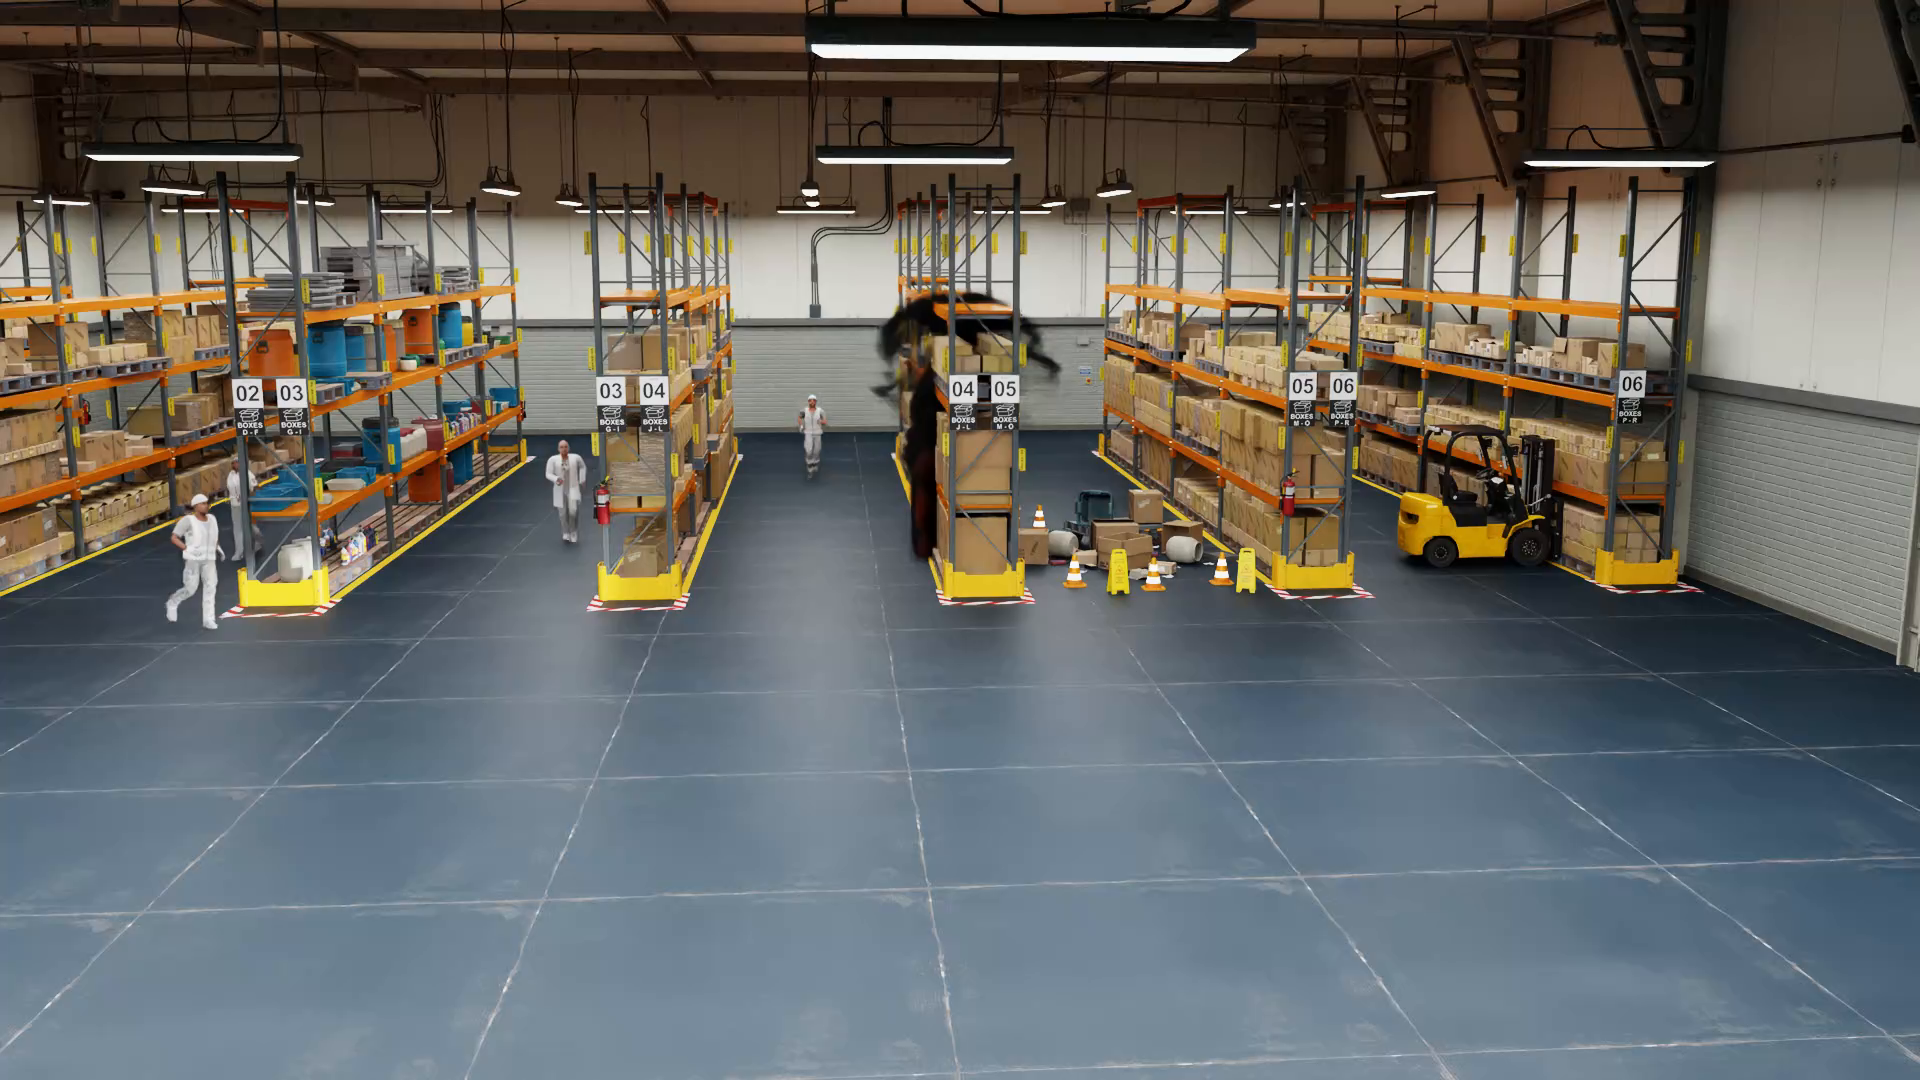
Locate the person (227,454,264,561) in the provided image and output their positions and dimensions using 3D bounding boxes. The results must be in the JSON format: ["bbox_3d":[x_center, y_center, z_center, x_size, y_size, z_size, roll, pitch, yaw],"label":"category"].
[{"bbox_3d":[-11.556,-0.552,26.845,0.573,1.691,0.821,1,10,4],"label":"person"}]

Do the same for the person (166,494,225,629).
[{"bbox_3d":[-10.088,0.266,22.118,0.953,1.742,0.730,6,12,32],"label":"person"}]

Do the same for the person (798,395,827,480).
[{"bbox_3d":[-3.210,-2.249,36.293,0.631,1.843,0.735,-1,10,-8],"label":"person"}]

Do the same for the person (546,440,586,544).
[{"bbox_3d":[-6.675,-0.810,28.225,0.672,1.771,0.838,-2,10,-13],"label":"person"}]
